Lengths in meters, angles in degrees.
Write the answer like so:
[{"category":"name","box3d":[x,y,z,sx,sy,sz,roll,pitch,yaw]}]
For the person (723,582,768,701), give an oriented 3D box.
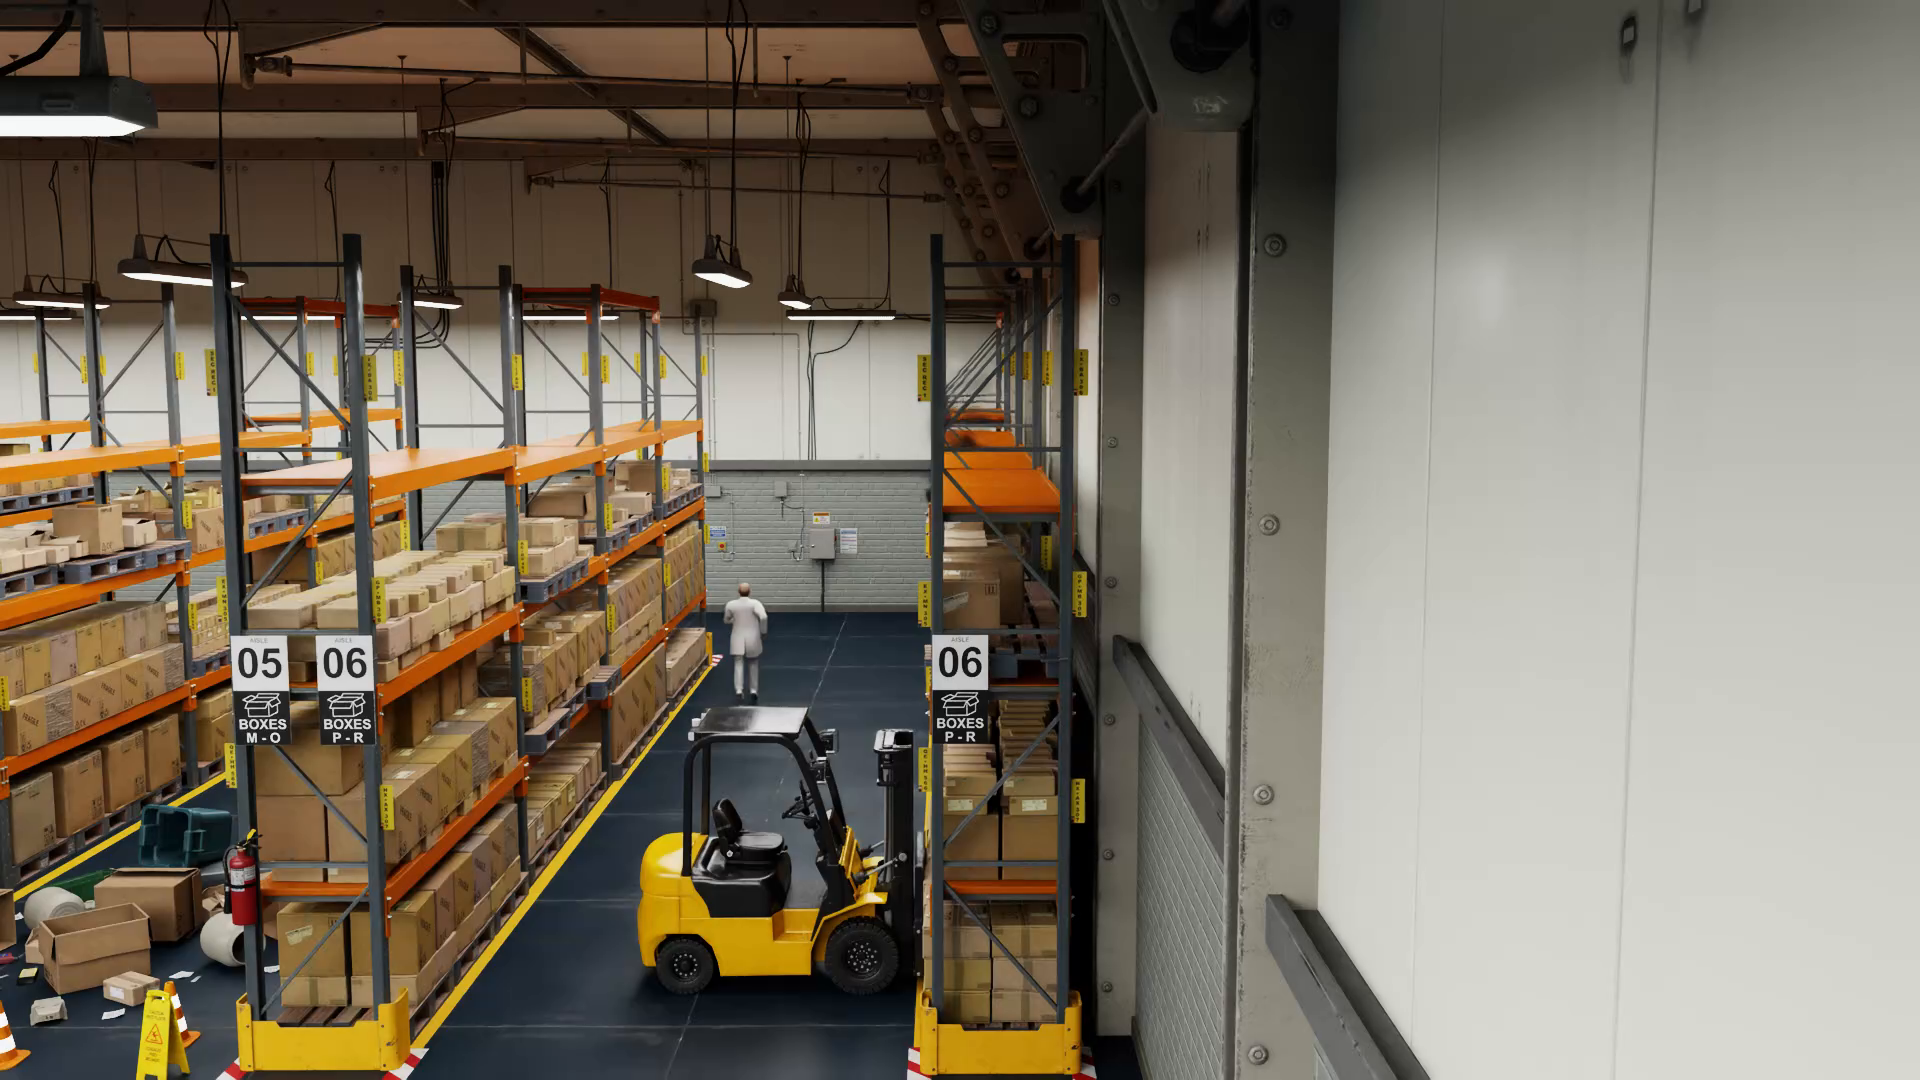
[{"category":"person","box3d":[-3.193,1.523,24.796,0.689,1.802,1.006,0,6,-3]}]
